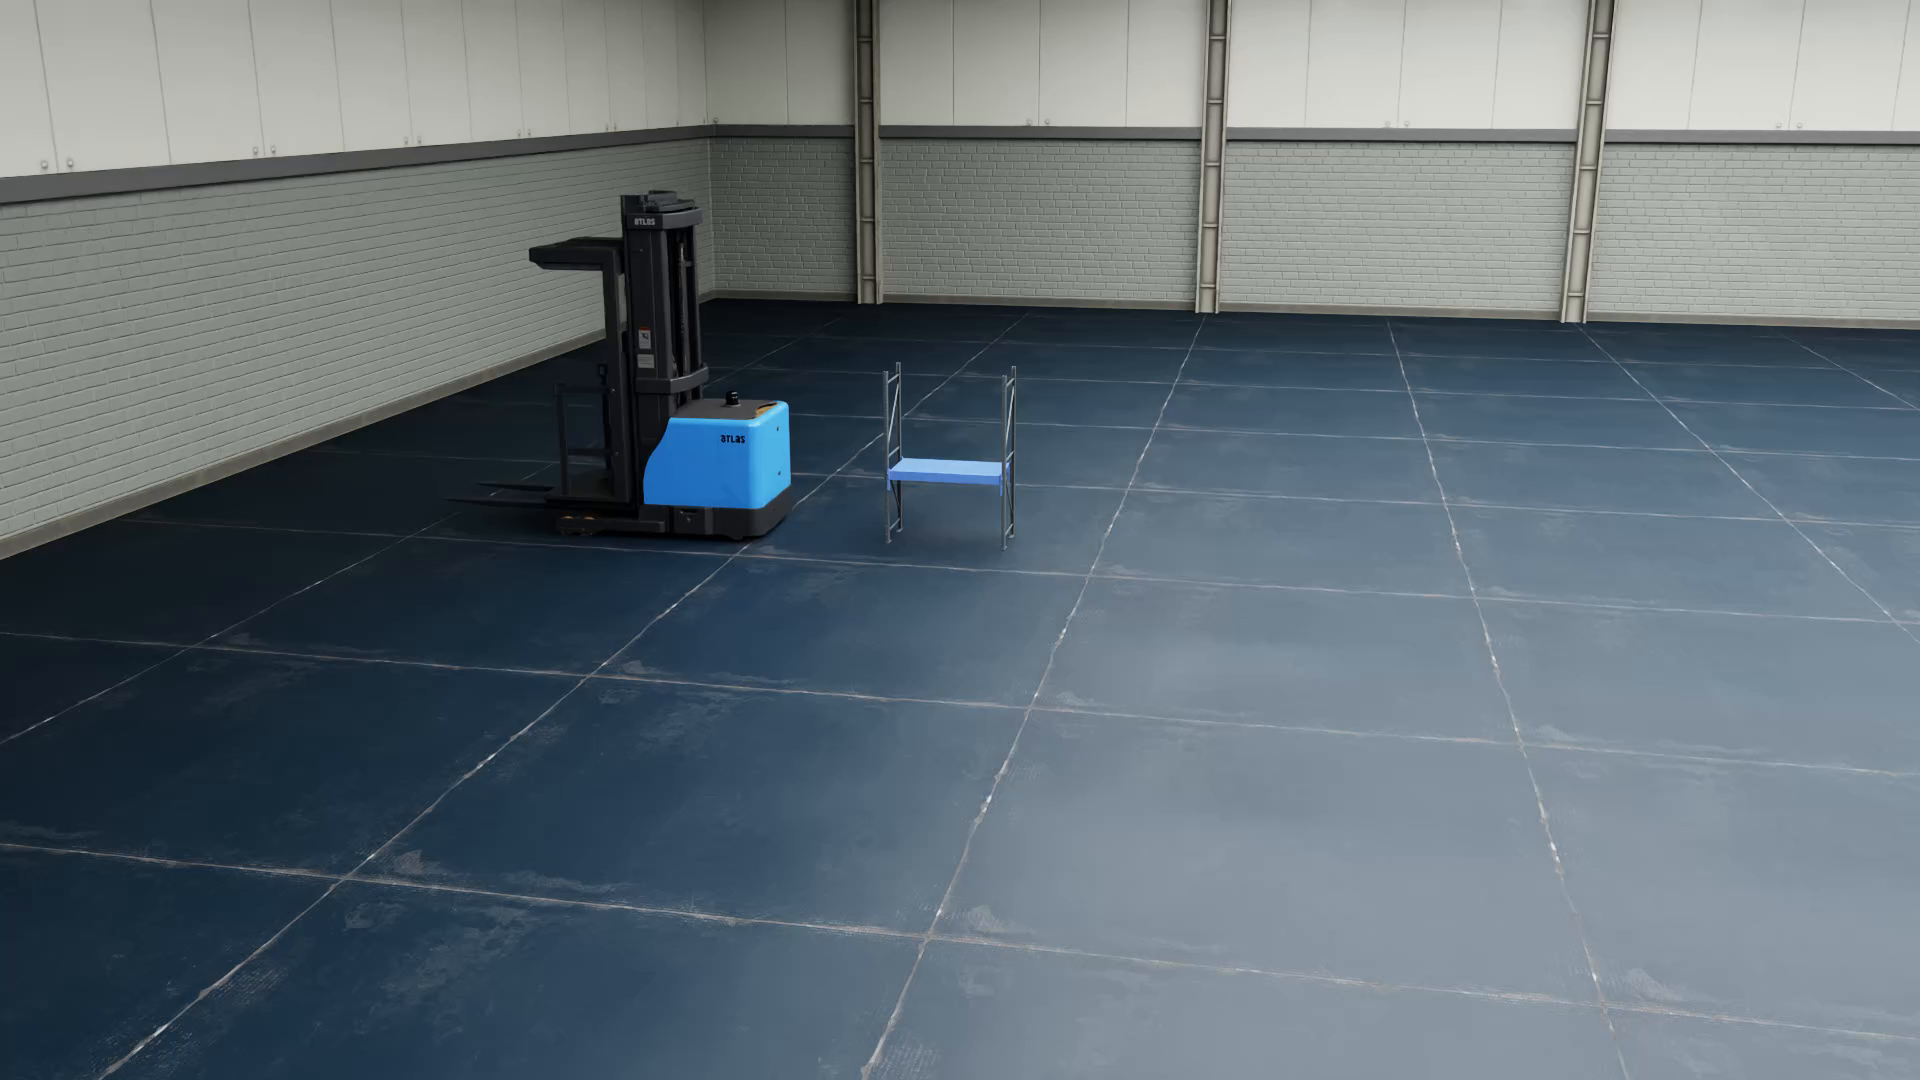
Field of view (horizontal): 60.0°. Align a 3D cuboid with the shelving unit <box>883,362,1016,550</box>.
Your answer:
[{"bbox_3d":[-0.084,-0.727,14.308,1.048,1.500,0.538,3,16,11],"label":"shelving unit"}]

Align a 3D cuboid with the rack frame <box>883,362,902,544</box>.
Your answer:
[{"bbox_3d":[-0.582,-0.754,14.406,0.032,1.500,0.500,3,16,11],"label":"rack frame"}]

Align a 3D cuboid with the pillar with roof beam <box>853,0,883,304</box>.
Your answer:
[{"bbox_3d":[-2.468,-7.472,24.611,0.400,9.000,9.100,3,16,11],"label":"pillar with roof beam"}]

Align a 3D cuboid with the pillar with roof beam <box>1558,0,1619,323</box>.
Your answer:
[{"bbox_3d":[9.292,-6.834,22.307,0.400,9.000,9.100,3,16,11],"label":"pillar with roof beam"}]

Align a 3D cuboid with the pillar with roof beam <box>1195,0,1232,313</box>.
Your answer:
[{"bbox_3d":[3.412,-7.153,23.459,0.400,9.000,9.100,3,16,11],"label":"pillar with roof beam"}]

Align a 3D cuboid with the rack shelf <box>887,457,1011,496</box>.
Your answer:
[{"bbox_3d":[-0.084,-0.554,14.356,1.000,0.185,0.538,3,16,11],"label":"rack shelf"}]

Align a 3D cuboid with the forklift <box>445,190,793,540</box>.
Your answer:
[{"bbox_3d":[-3.100,-1.582,14.712,3.031,2.935,1.130,3,16,10],"label":"forklift"}]

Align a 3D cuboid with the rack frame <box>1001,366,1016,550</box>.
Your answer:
[{"bbox_3d":[0.415,-0.700,14.211,0.032,1.500,0.500,3,16,11],"label":"rack frame"}]
